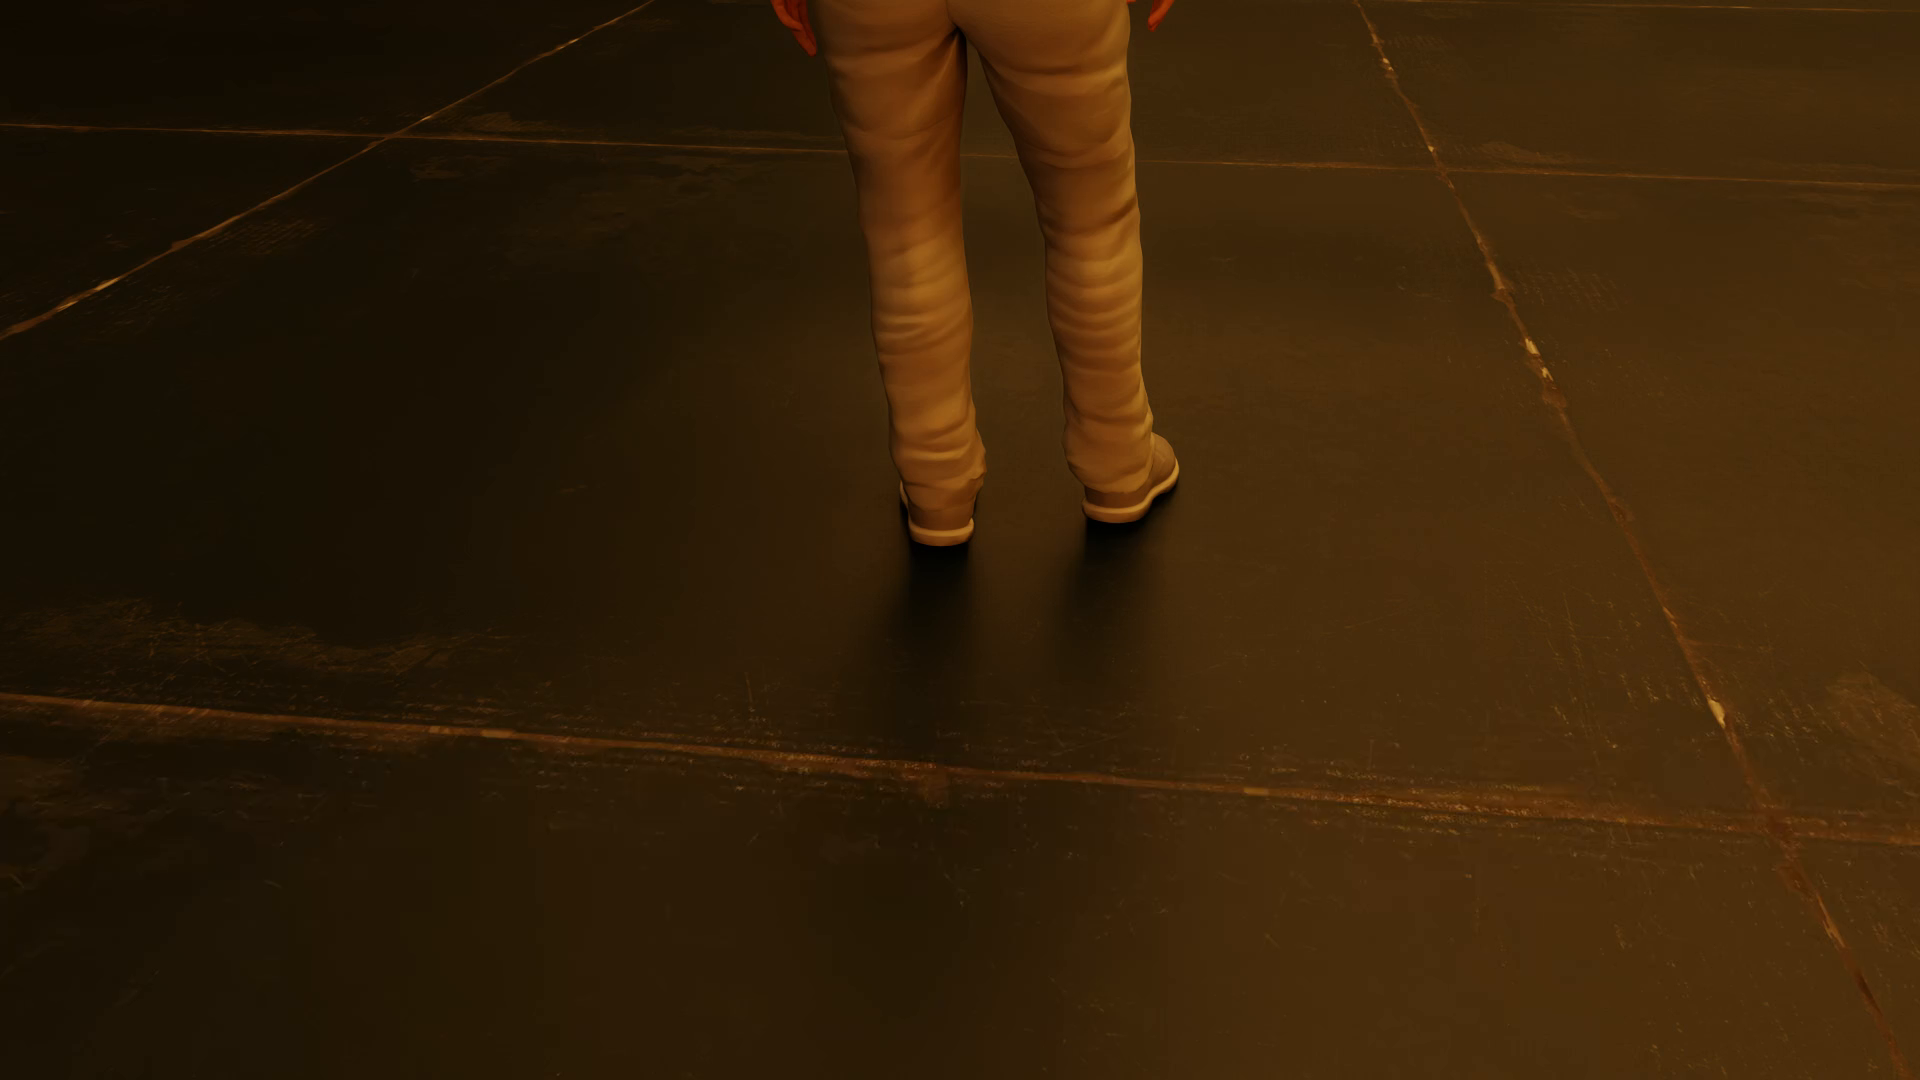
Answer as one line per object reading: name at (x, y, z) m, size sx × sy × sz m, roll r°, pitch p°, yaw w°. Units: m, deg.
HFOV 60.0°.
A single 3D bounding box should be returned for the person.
person at (0.033, -0.784, 2.190) m, size 0.598 × 1.670 × 0.529 m, roll 3°, pitch 27°, yaw 7°
